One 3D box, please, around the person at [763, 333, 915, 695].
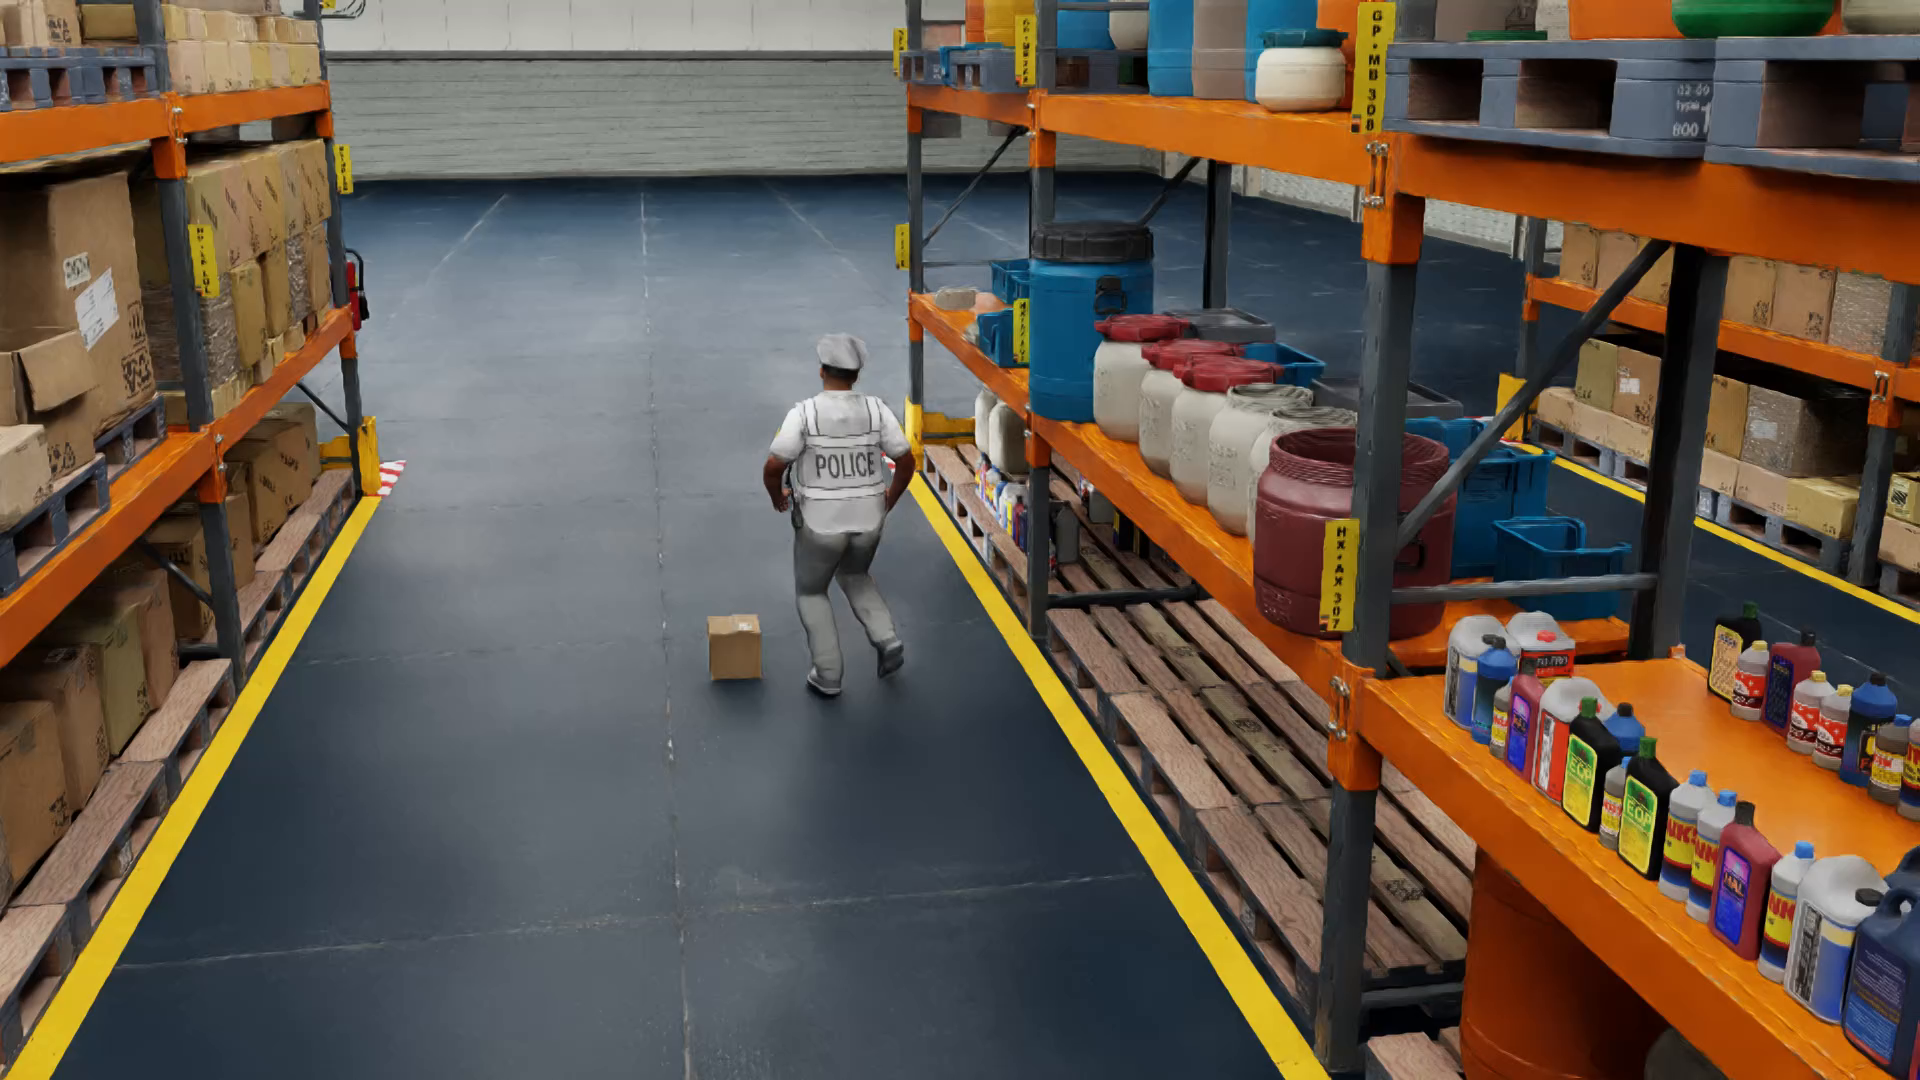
[{"bbox_3d":[-0.613,-0.113,7.934,0.706,1.753,0.514,-8,18,-26],"label":"person"}]
